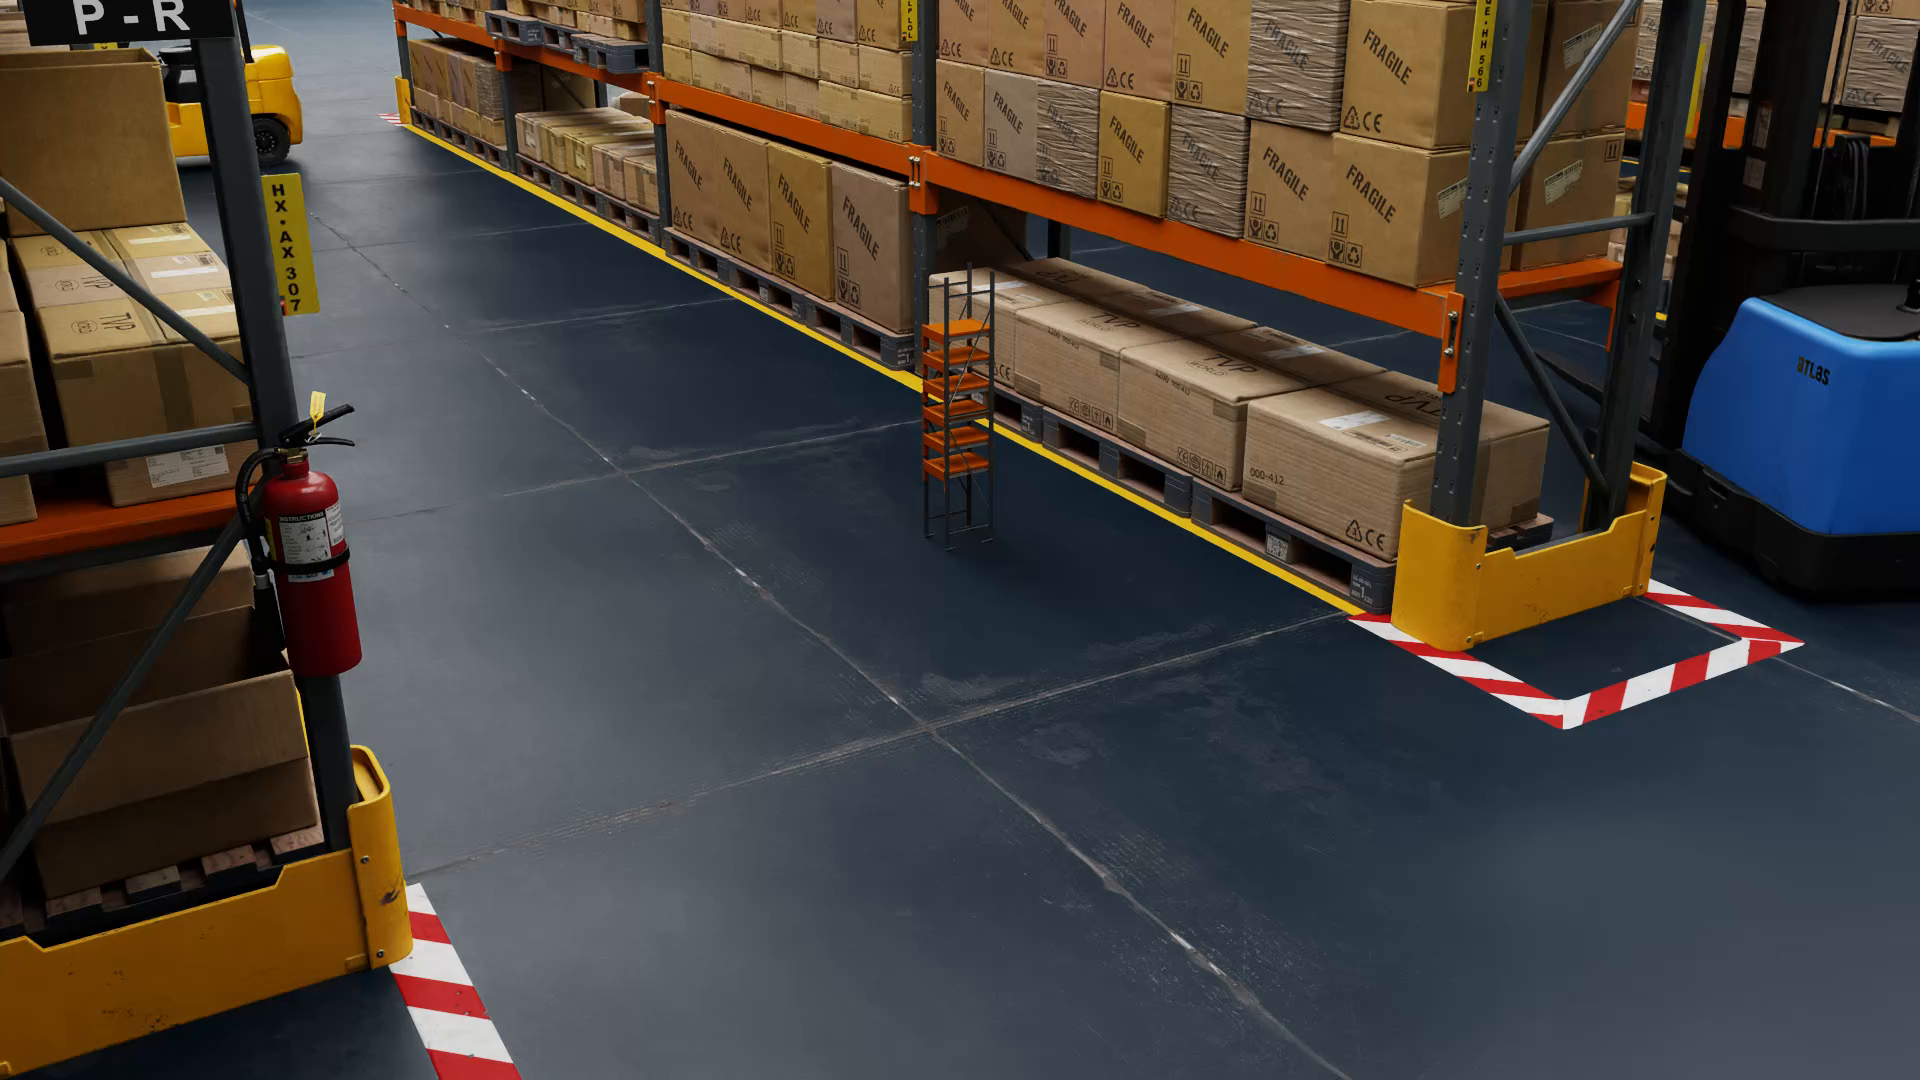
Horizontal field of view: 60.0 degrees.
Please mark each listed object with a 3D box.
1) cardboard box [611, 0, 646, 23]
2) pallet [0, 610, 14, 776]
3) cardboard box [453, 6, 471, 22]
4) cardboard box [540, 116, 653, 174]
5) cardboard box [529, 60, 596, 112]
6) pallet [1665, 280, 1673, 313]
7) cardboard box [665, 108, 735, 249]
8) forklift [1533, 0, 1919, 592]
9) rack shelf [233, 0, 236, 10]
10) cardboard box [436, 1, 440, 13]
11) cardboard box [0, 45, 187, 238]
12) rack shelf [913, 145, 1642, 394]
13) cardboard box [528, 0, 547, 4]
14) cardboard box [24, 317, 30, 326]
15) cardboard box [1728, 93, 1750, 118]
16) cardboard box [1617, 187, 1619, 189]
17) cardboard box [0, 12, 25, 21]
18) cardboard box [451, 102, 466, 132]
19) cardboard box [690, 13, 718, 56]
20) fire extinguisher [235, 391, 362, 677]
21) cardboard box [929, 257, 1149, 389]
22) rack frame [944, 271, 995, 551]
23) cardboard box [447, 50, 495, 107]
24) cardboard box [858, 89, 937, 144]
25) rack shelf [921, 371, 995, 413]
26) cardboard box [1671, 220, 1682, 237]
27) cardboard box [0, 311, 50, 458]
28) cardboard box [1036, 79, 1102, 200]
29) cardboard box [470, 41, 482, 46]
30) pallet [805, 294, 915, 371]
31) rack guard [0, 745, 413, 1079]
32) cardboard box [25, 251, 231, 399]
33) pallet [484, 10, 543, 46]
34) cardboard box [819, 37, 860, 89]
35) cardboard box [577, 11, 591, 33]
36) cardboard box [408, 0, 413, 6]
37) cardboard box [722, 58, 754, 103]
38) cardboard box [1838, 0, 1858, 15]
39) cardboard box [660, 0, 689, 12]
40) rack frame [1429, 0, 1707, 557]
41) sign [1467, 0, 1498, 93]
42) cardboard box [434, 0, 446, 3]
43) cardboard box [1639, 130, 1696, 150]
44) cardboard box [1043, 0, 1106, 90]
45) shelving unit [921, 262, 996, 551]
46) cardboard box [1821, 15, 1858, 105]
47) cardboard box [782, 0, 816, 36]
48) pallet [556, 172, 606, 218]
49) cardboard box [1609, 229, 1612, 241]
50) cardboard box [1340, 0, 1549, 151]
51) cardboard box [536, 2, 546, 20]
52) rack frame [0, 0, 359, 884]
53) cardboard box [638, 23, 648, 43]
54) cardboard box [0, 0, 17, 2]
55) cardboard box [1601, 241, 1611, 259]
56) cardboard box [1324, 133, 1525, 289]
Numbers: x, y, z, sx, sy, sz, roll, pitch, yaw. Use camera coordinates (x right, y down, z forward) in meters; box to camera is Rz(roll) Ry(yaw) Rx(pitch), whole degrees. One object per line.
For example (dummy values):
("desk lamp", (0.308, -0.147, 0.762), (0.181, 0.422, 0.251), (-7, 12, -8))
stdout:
("cardboard box", (-2.319, -4.195, 12.563), (0.500, 0.500, 0.500), (-13, 26, -30))
("pallet", (-3.092, 0.438, 5.954), (1.003, 0.211, 1.213), (-13, 25, -28))
("cardboard box", (-4.839, -5.275, 16.639), (0.380, 0.149, 0.250), (-13, 26, -29))
("cardboard box", (-3.250, -3.593, 15.101), (0.950, 0.372, 0.625), (-11, 25, -25))
("cardboard box", (-3.960, -4.529, 16.567), (0.500, 0.500, 0.500), (-11, 25, -26))
("pallet", (5.400, -1.515, 10.758), (1.003, 0.211, 1.213), (-13, 25, -28))
("cardboard box", (-1.566, -2.693, 12.218), (0.875, 0.875, 0.875), (-13, 25, -29))
("forklift", (3.711, -1.668, 7.523), (1.130, 2.935, 3.031), (-2, 22, -5))
("rack shelf", (-3.048, -1.881, 4.927), (1.077, 0.370, 4.000), (-13, 25, -28))
("cardboard box", (-5.294, -5.623, 17.497), (0.380, 0.149, 0.250), (-12, 25, -26))
("cardboard box", (-2.793, -1.277, 5.278), (0.500, 0.500, 0.500), (-12, 25, -27))
("rack shelf", (1.217, -1.447, 7.844), (1.077, 0.370, 4.000), (-13, 25, -28))
("cardboard box", (-3.401, -4.865, 14.210), (0.500, 0.500, 0.500), (-13, 25, -29))
("cardboard box", (-3.083, -0.869, 5.799), (0.380, 0.149, 0.250), (-12, 25, -27))
("cardboard box", (4.978, -2.725, 10.365), (0.380, 0.149, 0.250), (-11, 25, -26))
("cardboard box", (4.398, -2.411, 11.697), (0.380, 0.149, 0.250), (-11, 25, -26))
("cardboard box", (-5.120, -2.516, 8.824), (0.797, 0.503, 0.637), (-13, 26, -29))
("cardboard box", (-4.960, -4.414, 17.281), (0.500, 0.250, 0.500), (-12, 25, -27))
("cardboard box", (-1.538, -3.506, 11.488), (0.500, 0.250, 0.500), (-12, 25, -27))
("fire extinguisher", (-1.554, -0.010, 3.950), (0.296, 0.674, 0.183), (-13, 25, -28))
("cardboard box", (0.424, -1.212, 9.153), (0.875, 0.438, 0.875), (-13, 25, -29))
("rack frame", (0.039, -0.531, 7.024), (0.240, 1.200, 0.006), (-13, 25, -28))
("cardboard box", (-4.947, -4.755, 17.124), (0.500, 0.500, 0.500), (-11, 25, -25))
("cardboard box", (-0.250, -2.455, 9.567), (0.500, 0.250, 0.500), (-13, 26, -29))
("rack shelf", (-0.007, -0.631, 7.069), (0.258, 0.103, 0.180), (-13, 25, -28))
("cardboard box", (4.871, -2.060, 10.833), (0.380, 0.149, 0.250), (-12, 25, -27))
("cardboard box", (-2.489, -0.343, 3.976), (0.500, 0.250, 0.500), (-12, 25, -27))
("cardboard box", (0.713, -1.946, 7.983), (0.500, 0.500, 0.500), (-12, 25, -28))
("cardboard box", (-5.031, -5.203, 18.227), (0.500, 0.500, 0.500), (-12, 25, -26))
("pallet", (-0.263, -1.371, 10.405), (1.003, 0.211, 1.213), (-13, 25, -28))
("rack guard", (-2.065, 0.956, 4.295), (1.175, 0.500, 0.348), (-13, 25, -28))
("cardboard box", (-2.284, -0.607, 4.626), (0.500, 0.250, 0.500), (-12, 25, -28))
("pallet", (-3.625, -4.653, 15.031), (1.003, 0.211, 1.213), (-13, 25, -28))
("cardboard box", (-0.500, -2.846, 9.866), (0.500, 0.250, 0.500), (-12, 25, -27))
("cardboard box", (-2.858, -4.177, 13.380), (0.380, 0.149, 0.250), (-12, 25, -27))
("cardboard box", (-5.938, -6.046, 18.537), (0.380, 0.149, 0.250), (-12, 25, -28))
("cardboard box", (-1.273, -3.113, 11.185), (0.500, 0.250, 0.500), (-12, 25, -27))
("cardboard box", (5.190, -3.367, 9.755), (0.500, 0.500, 0.500), (-14, 26, -30))
("cardboard box", (-1.806, -4.025, 11.771), (0.500, 0.500, 0.500), (-14, 26, -30))
("rack frame", (2.239, -1.133, 6.115), (1.000, 3.000, 0.127), (-13, 25, -28))
("sign", (1.766, -1.679, 5.607), (0.100, 0.325, 0.005), (-13, 25, -28))
("cardboard box", (-5.135, -5.795, 17.057), (0.500, 0.500, 0.500), (-13, 26, -29))
("cardboard box", (7.455, -4.322, 16.224), (1.225, 0.875, 0.875), (-13, 25, -28))
("cardboard box", (0.736, -2.404, 7.781), (0.500, 0.500, 0.500), (-12, 25, -27))
("shelving unit", (-0.007, -0.561, 7.097), (0.258, 1.200, 0.189), (-13, 25, -28))
("cardboard box", (5.220, -2.891, 9.913), (0.500, 0.500, 0.500), (-11, 25, -26))
("cardboard box", (-0.761, -3.368, 10.152), (0.500, 0.500, 0.500), (-12, 25, -27))
("pallet", (-2.864, -3.079, 14.605), (1.003, 0.211, 1.213), (-13, 25, -28))
("cardboard box", (4.516, -2.181, 11.526), (0.380, 0.149, 0.250), (-12, 25, -28))
("cardboard box", (1.788, -1.753, 6.179), (0.500, 0.500, 0.500), (-12, 25, -27))
("cardboard box", (-3.454, -4.605, 14.434), (0.380, 0.149, 0.250), (-12, 25, -27))
("rack frame", (-2.026, -0.177, 3.763), (1.000, 3.000, 0.127), (-13, 25, -28))
("cardboard box", (-2.217, -3.862, 12.605), (0.380, 0.149, 0.250), (-12, 25, -26))
("cardboard box", (-6.160, -3.360, 10.599), (0.380, 0.149, 0.250), (-12, 25, -27))
("cardboard box", (4.445, -2.021, 11.528), (0.380, 0.149, 0.250), (-12, 25, -27))
("cardboard box", (1.765, -1.285, 6.355), (0.500, 0.500, 0.500), (-12, 25, -28))
